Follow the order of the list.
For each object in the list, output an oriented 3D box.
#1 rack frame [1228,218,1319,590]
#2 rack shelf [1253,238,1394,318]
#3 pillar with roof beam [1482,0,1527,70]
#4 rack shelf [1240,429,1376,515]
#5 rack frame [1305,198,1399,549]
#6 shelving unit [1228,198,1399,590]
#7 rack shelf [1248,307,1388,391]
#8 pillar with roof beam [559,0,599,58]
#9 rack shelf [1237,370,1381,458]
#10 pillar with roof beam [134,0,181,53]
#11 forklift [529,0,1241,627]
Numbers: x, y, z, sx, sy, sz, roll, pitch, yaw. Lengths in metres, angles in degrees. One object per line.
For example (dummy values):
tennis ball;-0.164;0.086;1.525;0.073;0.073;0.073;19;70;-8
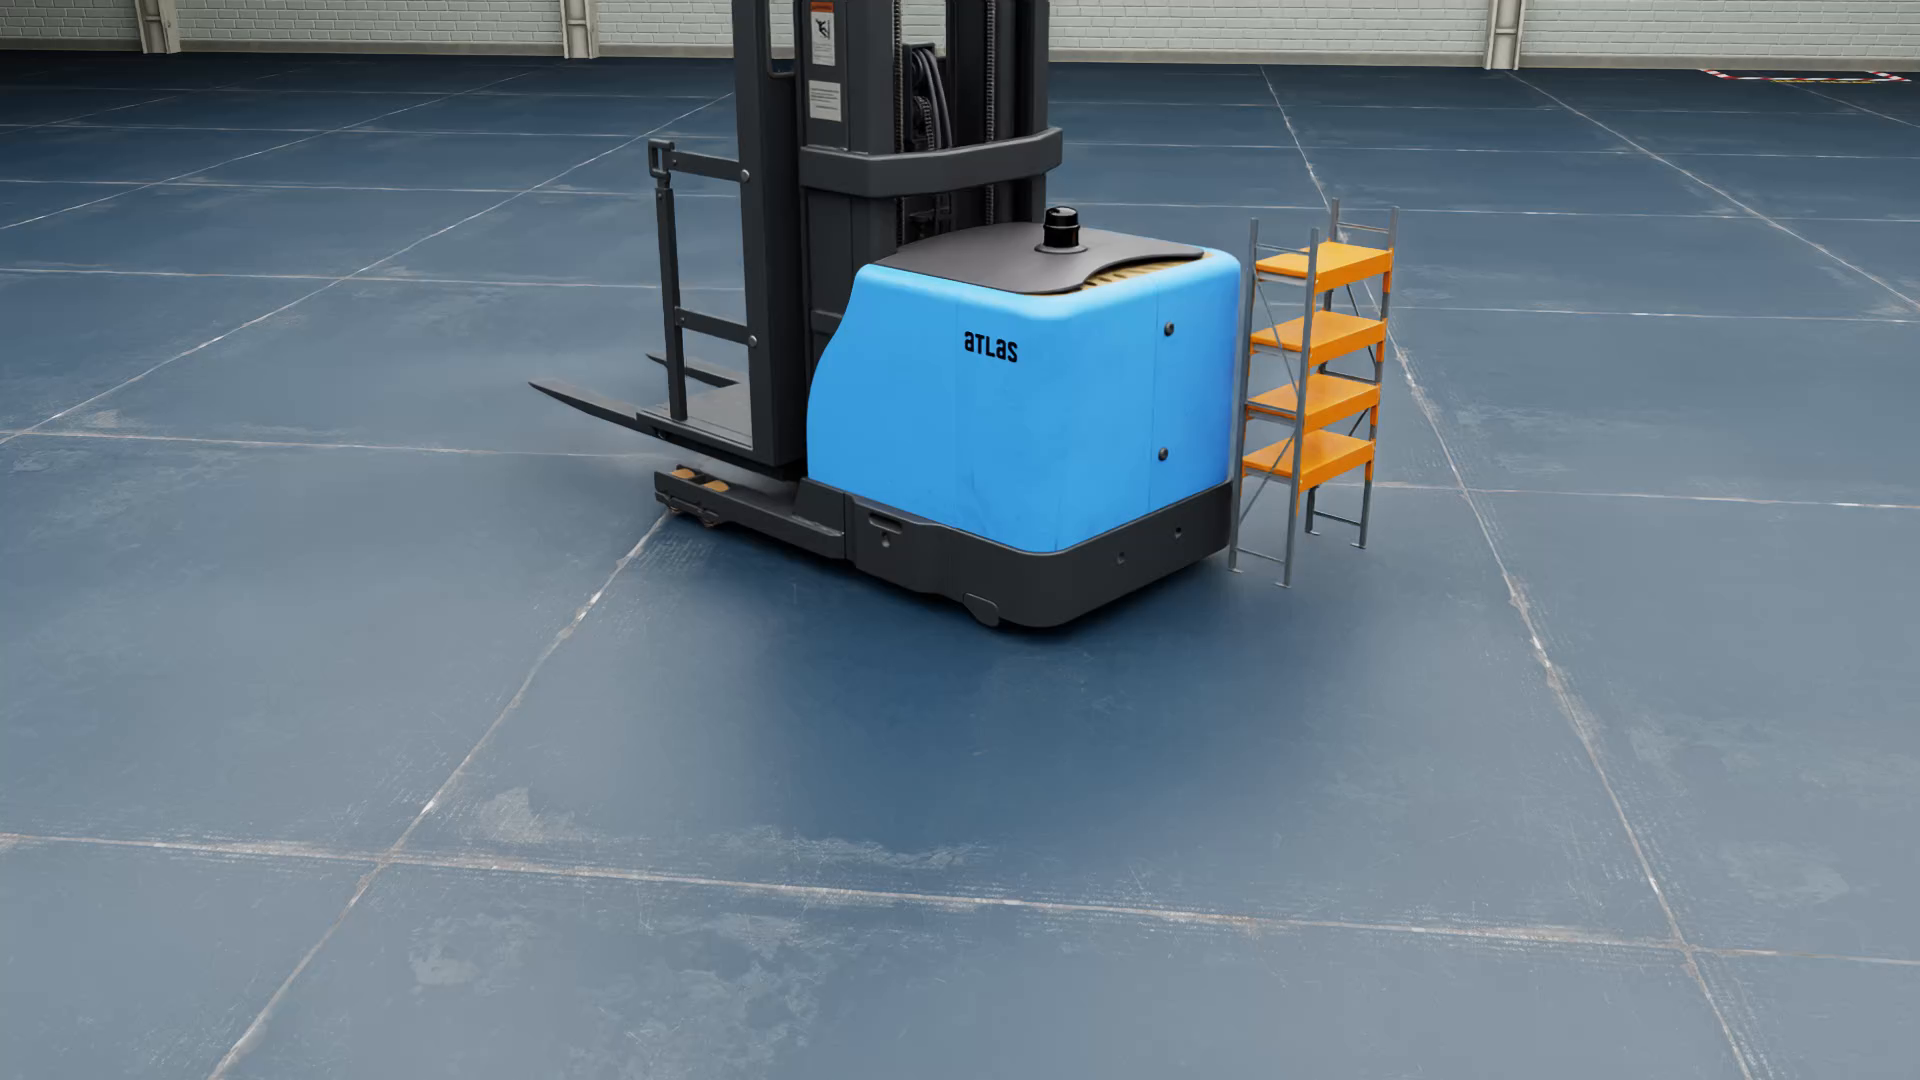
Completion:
rack frame;1.008;-0.425;5.383;0.240;1.200;0.015;19;28;39
rack shelf;1.173;-0.856;5.405;0.258;0.148;0.480;19;28;39
pillar with roof beam;6.329;-8.589;15.424;0.400;9.000;9.100;2;22;6
rack shelf;1.173;-0.244;5.647;0.258;0.148;0.480;19;28;39
rack frame;1.339;-0.557;5.716;0.240;1.200;0.015;19;28;39
shelving unit;1.173;-0.491;5.550;0.258;1.200;0.503;19;28;39
rack shelf;1.173;-0.636;5.492;0.258;0.148;0.480;19;28;39
pillar with roof beam;-5.588;-9.108;16.738;0.400;9.000;9.100;2;22;6
rack shelf;1.173;-0.428;5.574;0.258;0.148;0.480;19;28;39
pillar with roof beam;-11.546;-9.367;17.394;0.400;9.000;9.100;2;22;6
forklift;-0.494;-1.534;5.834;3.031;2.935;1.130;19;28;40
